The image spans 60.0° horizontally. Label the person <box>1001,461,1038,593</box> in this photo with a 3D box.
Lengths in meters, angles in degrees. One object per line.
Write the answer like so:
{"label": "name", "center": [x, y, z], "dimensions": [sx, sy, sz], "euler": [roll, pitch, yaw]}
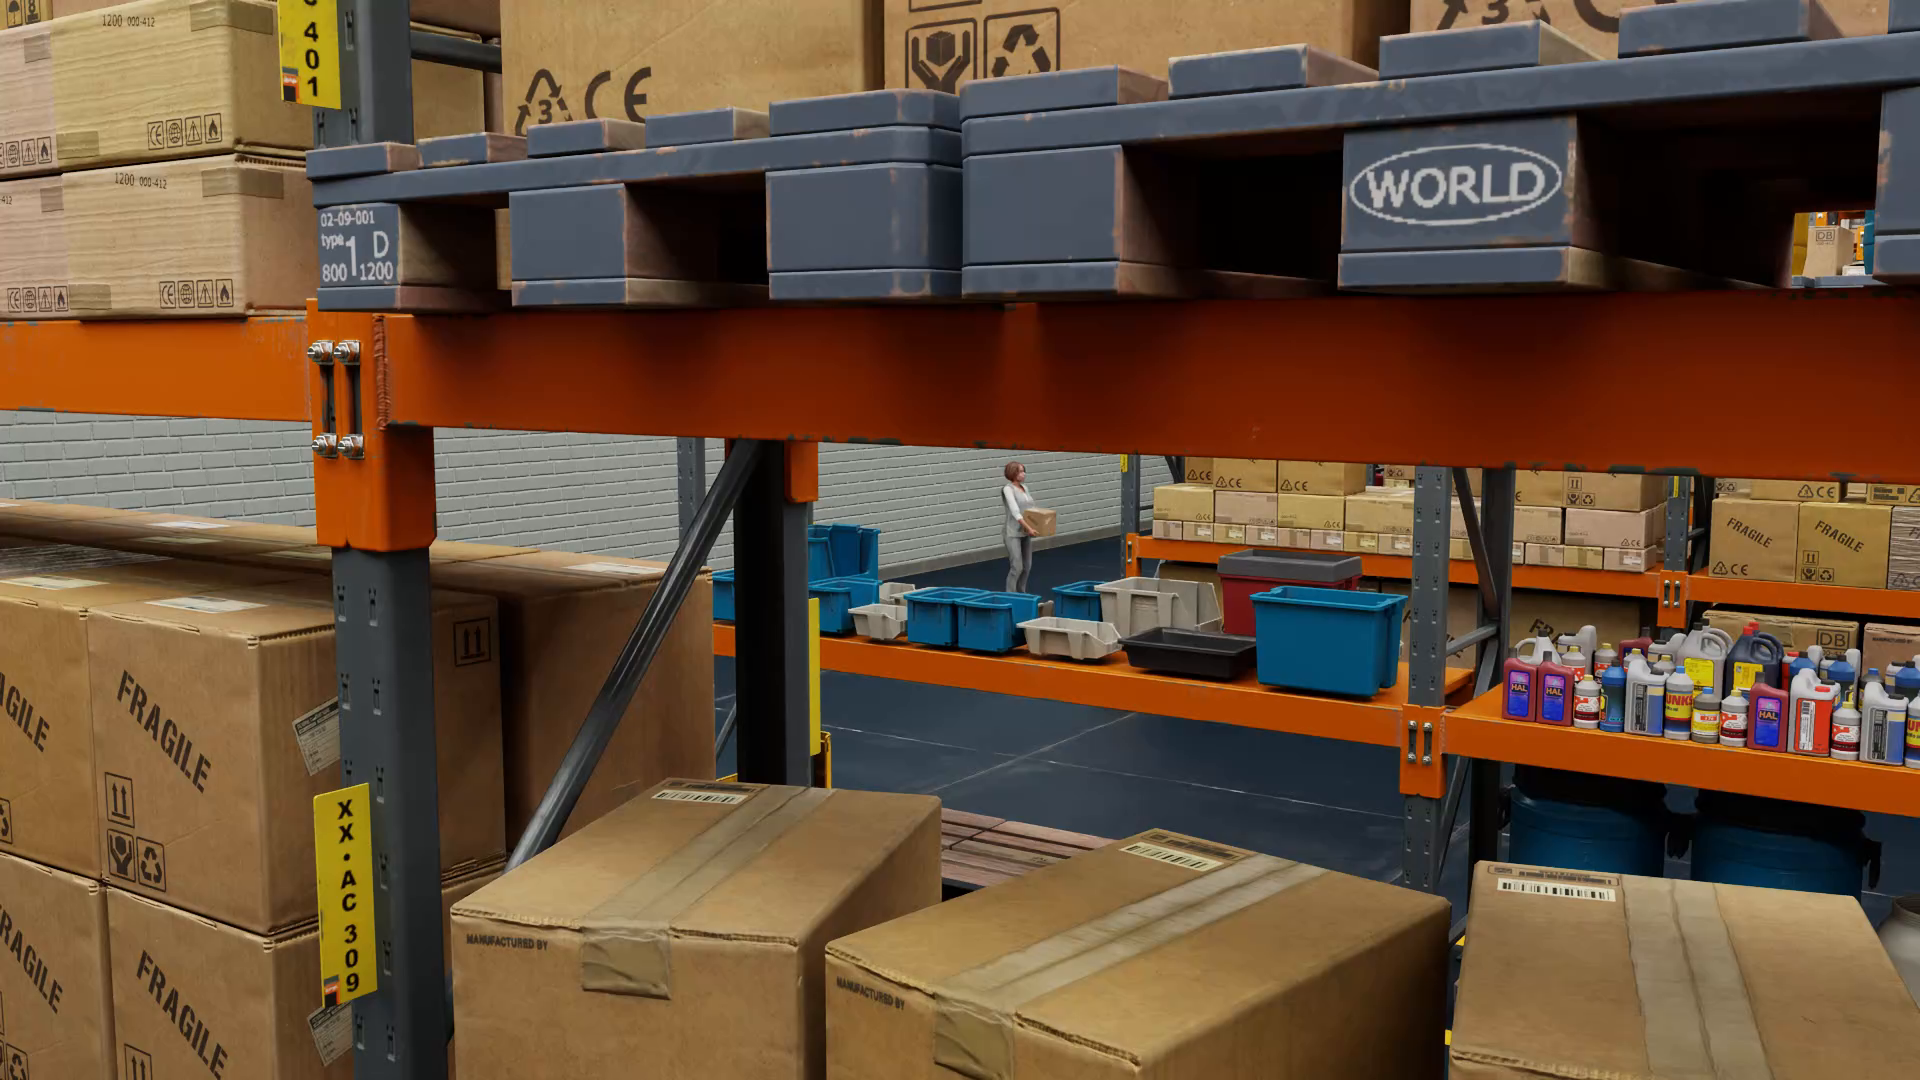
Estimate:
{"label": "person", "center": [0.679, -0.027, 17.416], "dimensions": [0.489, 1.596, 0.425], "euler": [4, 8, 33]}
